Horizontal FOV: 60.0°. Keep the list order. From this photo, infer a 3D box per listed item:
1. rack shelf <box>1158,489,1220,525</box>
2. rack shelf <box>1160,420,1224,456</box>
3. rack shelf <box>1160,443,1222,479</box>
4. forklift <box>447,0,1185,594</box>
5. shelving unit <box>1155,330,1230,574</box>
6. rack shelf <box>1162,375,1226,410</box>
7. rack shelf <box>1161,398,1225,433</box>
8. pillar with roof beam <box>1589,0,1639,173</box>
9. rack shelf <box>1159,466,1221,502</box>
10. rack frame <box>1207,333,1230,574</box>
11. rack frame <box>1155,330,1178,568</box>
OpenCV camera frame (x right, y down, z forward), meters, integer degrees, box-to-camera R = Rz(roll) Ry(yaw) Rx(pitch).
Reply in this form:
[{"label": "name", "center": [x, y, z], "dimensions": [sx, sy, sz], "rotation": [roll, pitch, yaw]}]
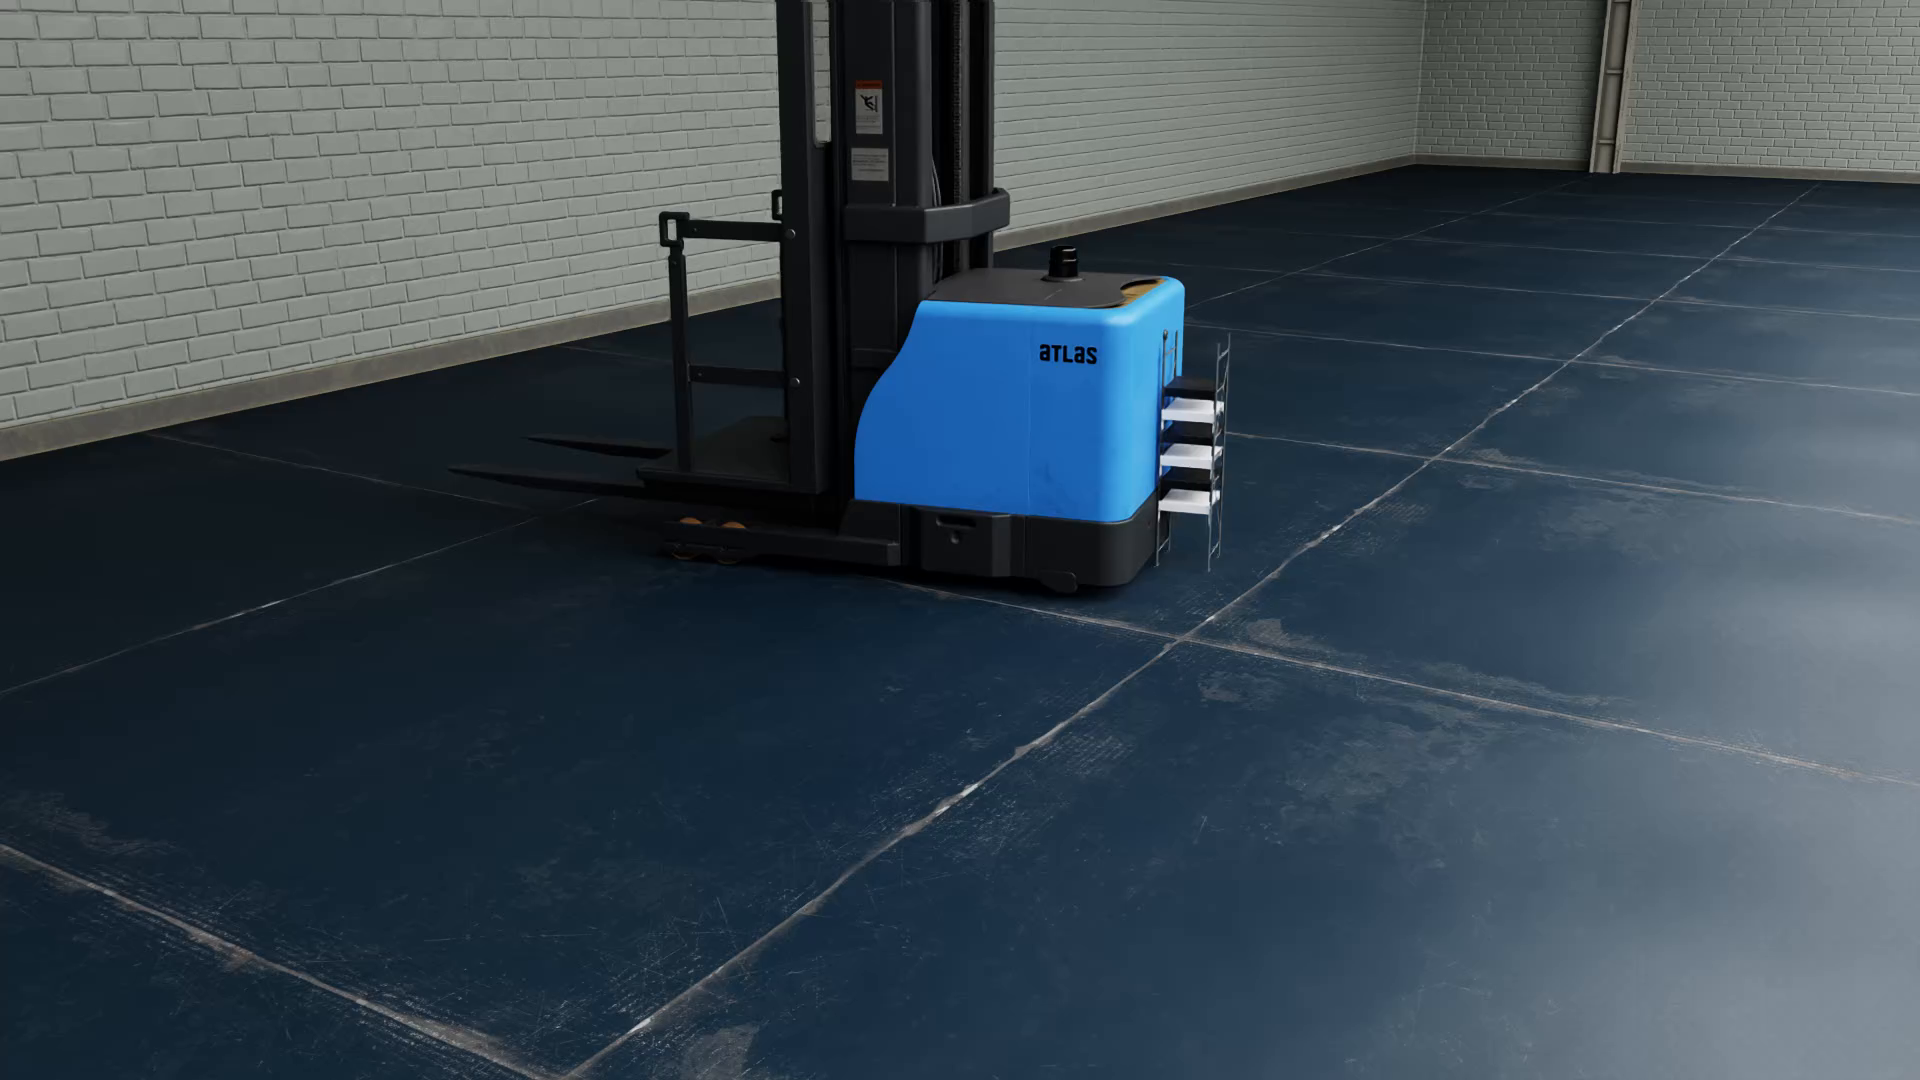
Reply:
[{"label": "rack shelf", "center": [0.904, -0.139, 6.525], "dimensions": [0.200, 0.077, 0.258], "rotation": [6, 18, 18]}, {"label": "rack shelf", "center": [0.904, -0.397, 6.446], "dimensions": [0.200, 0.077, 0.258], "rotation": [6, 18, 18]}, {"label": "rack shelf", "center": [0.904, -0.311, 6.472], "dimensions": [0.200, 0.077, 0.258], "rotation": [6, 18, 18]}, {"label": "forklift", "center": [-0.662, -1.443, 6.588], "dimensions": [3.031, 2.935, 1.130], "rotation": [6, 18, 18]}, {"label": "shelving unit", "center": [0.904, -0.343, 6.463], "dimensions": [0.210, 0.900, 0.258], "rotation": [6, 18, 18]}, {"label": "rack shelf", "center": [0.904, -0.570, 6.394], "dimensions": [0.200, 0.077, 0.258], "rotation": [6, 18, 18]}, {"label": "rack shelf", "center": [0.904, -0.483, 6.420], "dimensions": [0.200, 0.077, 0.258], "rotation": [6, 18, 18]}, {"label": "pillar with roof beam", "center": [7.568, -8.847, 20.524], "dimensions": [0.400, 9.000, 9.100], "rotation": [10, 20, 30]}, {"label": "rack shelf", "center": [0.904, -0.225, 6.498], "dimensions": [0.200, 0.077, 0.258], "rotation": [6, 18, 18]}, {"label": "rack frame", "center": [1.000, -0.333, 6.431], "dimensions": [0.006, 0.900, 0.240], "rotation": [6, 18, 18]}, {"label": "rack frame", "center": [0.807, -0.353, 6.494], "dimensions": [0.006, 0.900, 0.240], "rotation": [6, 18, 18]}]
